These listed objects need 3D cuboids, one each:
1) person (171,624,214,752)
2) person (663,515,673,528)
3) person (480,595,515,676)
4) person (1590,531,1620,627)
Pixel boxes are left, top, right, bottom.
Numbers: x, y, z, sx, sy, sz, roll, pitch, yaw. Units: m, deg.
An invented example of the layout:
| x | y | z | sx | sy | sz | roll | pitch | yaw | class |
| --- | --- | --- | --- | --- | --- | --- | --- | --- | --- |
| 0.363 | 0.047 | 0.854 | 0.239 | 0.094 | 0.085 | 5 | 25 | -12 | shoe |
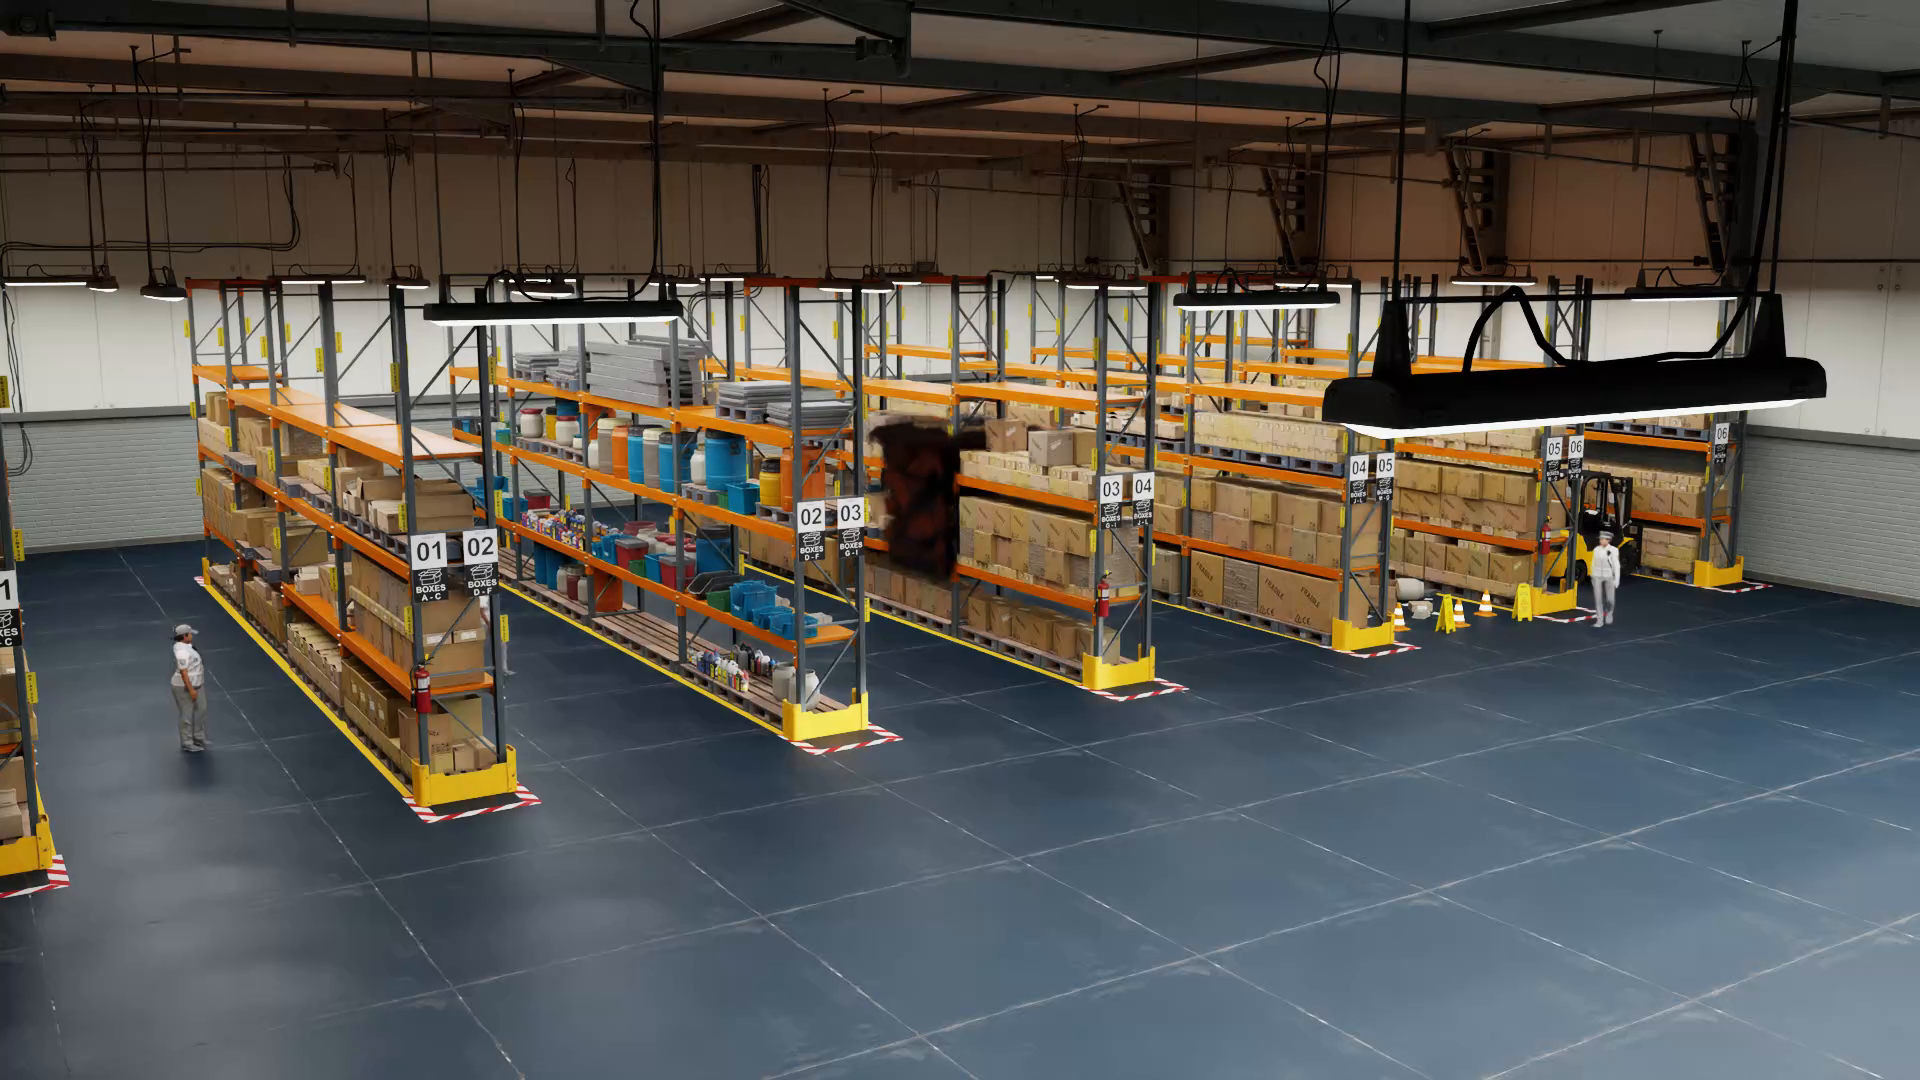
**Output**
| x | y | z | sx | sy | sz | roll | pitch | yaw | class |
| --- | --- | --- | --- | --- | --- | --- | --- | --- | --- |
| -10.051 | 1.935 | 21.687 | 0.399 | 1.714 | 0.553 | -1 | 10 | -4 | person |
| -6.550 | -1.124 | 39.405 | 0.643 | 1.723 | 1.120 | 3 | 10 | 18 | person |
| -7.240 | 1.266 | 25.570 | 0.426 | 1.636 | 0.979 | -9 | 13 | -43 | person |
| 11.190 | 0.671 | 28.878 | 0.497 | 1.679 | 0.426 | 5 | 11 | 27 | person |
